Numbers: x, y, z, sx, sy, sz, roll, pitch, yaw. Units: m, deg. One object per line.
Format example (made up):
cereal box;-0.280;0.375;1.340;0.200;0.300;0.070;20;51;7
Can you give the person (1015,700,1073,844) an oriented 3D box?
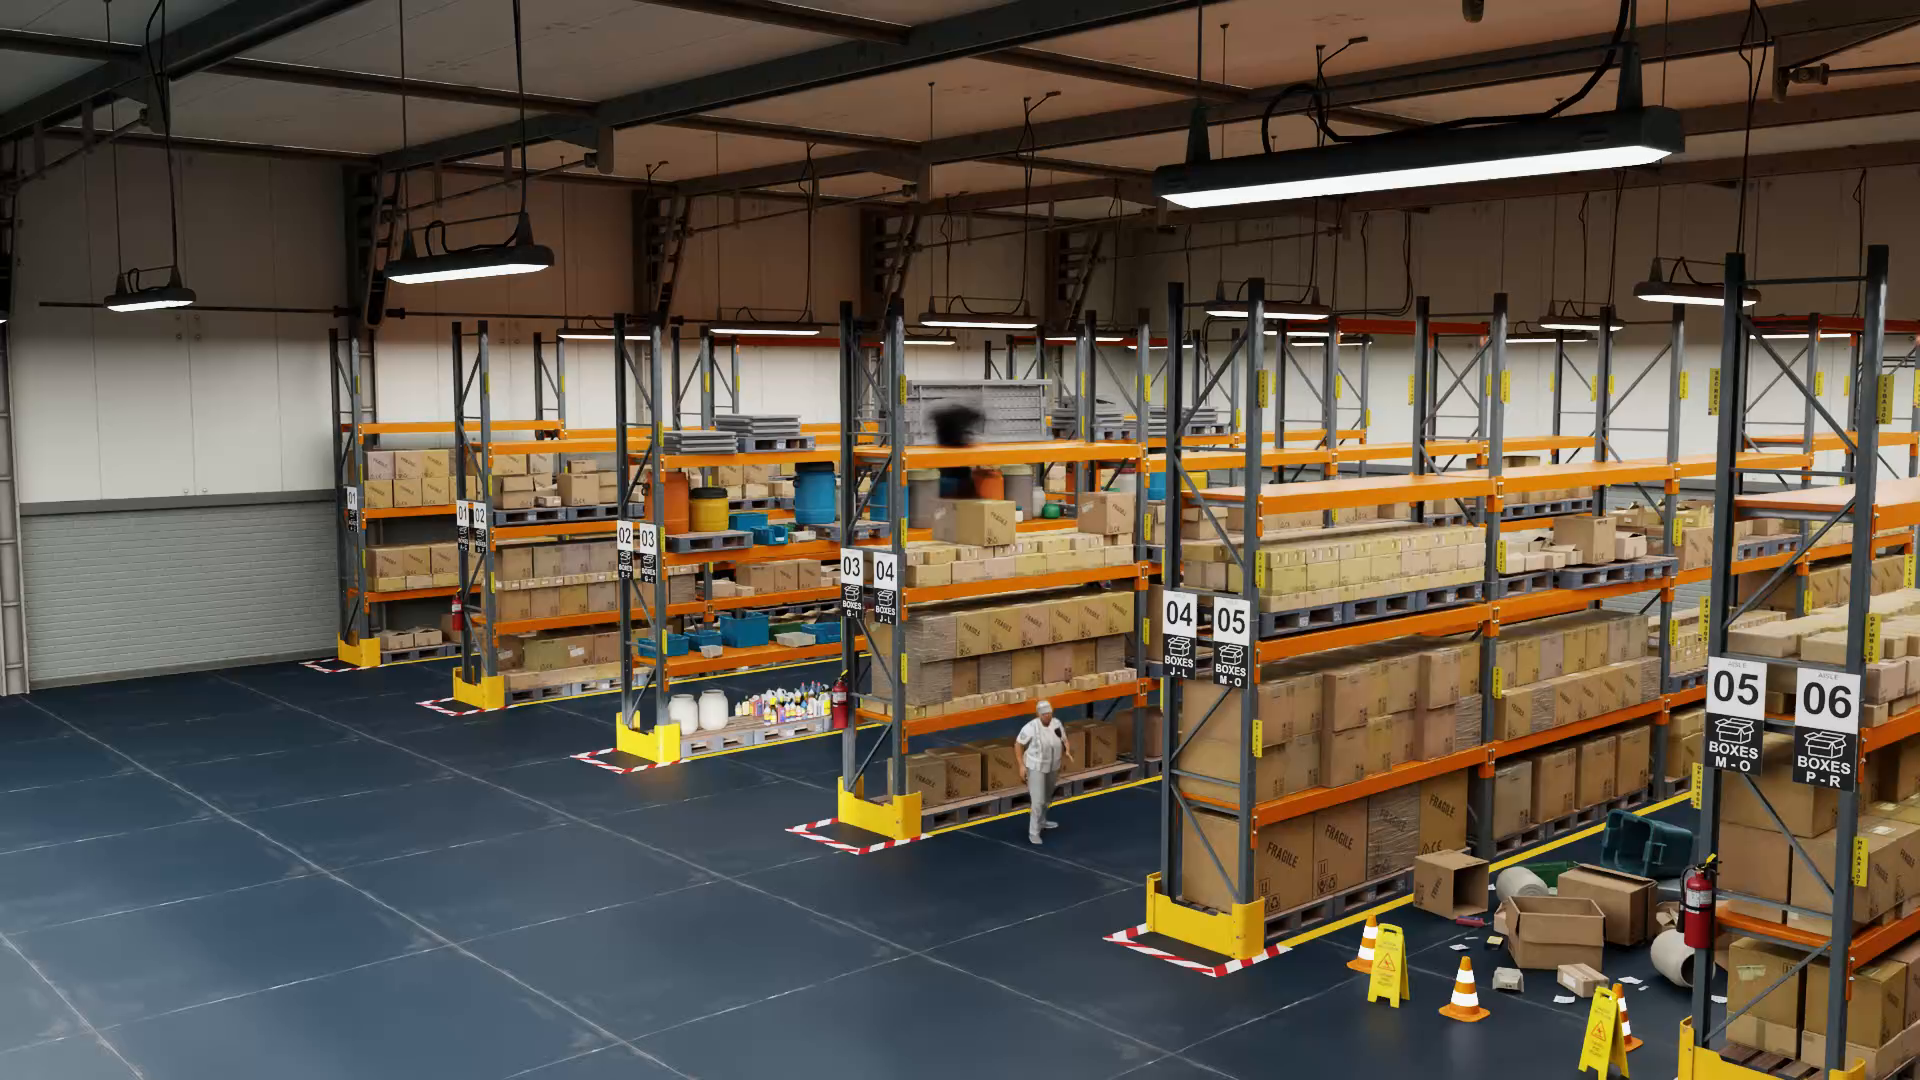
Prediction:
person;0.965;2.549;18.566;0.681;1.606;0.803;-4;7;-35

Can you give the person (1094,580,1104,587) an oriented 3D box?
person;2.457;1.316;30.545;0.706;1.670;0.877;4;7;38
